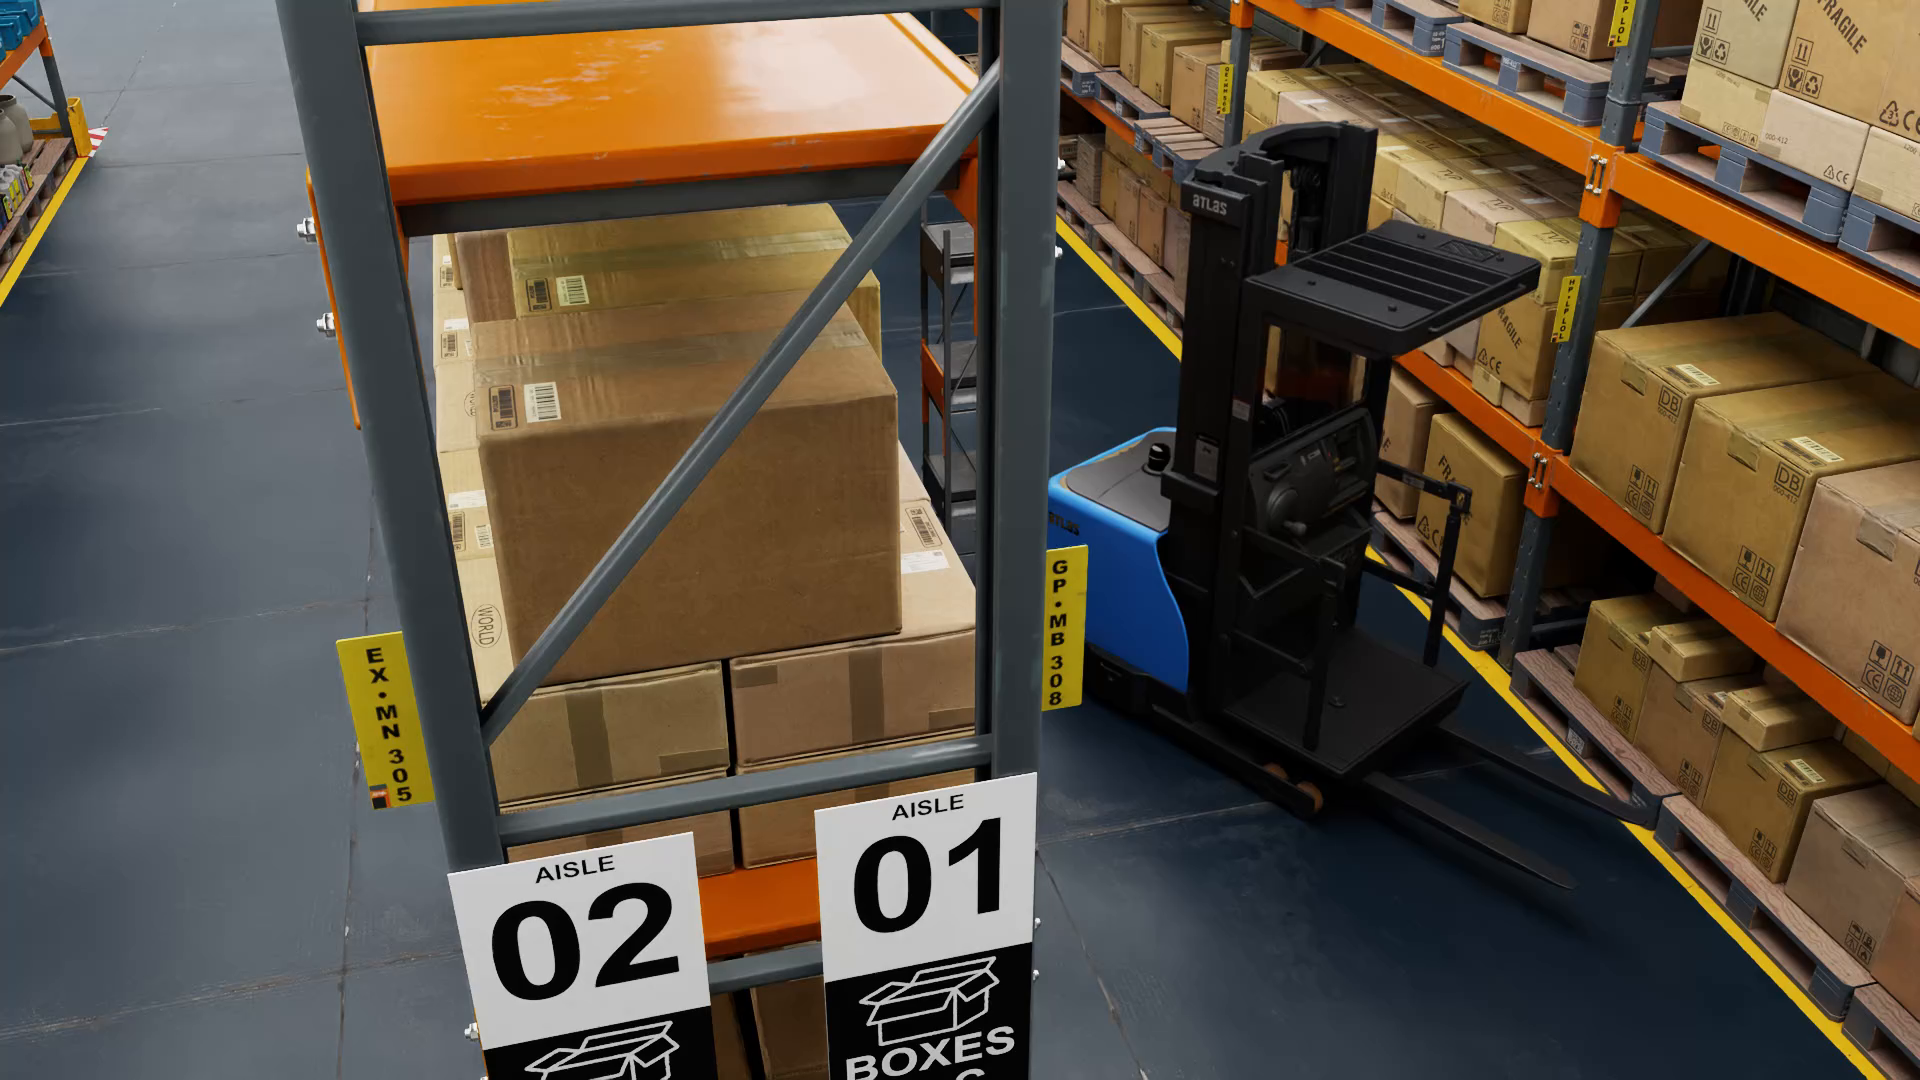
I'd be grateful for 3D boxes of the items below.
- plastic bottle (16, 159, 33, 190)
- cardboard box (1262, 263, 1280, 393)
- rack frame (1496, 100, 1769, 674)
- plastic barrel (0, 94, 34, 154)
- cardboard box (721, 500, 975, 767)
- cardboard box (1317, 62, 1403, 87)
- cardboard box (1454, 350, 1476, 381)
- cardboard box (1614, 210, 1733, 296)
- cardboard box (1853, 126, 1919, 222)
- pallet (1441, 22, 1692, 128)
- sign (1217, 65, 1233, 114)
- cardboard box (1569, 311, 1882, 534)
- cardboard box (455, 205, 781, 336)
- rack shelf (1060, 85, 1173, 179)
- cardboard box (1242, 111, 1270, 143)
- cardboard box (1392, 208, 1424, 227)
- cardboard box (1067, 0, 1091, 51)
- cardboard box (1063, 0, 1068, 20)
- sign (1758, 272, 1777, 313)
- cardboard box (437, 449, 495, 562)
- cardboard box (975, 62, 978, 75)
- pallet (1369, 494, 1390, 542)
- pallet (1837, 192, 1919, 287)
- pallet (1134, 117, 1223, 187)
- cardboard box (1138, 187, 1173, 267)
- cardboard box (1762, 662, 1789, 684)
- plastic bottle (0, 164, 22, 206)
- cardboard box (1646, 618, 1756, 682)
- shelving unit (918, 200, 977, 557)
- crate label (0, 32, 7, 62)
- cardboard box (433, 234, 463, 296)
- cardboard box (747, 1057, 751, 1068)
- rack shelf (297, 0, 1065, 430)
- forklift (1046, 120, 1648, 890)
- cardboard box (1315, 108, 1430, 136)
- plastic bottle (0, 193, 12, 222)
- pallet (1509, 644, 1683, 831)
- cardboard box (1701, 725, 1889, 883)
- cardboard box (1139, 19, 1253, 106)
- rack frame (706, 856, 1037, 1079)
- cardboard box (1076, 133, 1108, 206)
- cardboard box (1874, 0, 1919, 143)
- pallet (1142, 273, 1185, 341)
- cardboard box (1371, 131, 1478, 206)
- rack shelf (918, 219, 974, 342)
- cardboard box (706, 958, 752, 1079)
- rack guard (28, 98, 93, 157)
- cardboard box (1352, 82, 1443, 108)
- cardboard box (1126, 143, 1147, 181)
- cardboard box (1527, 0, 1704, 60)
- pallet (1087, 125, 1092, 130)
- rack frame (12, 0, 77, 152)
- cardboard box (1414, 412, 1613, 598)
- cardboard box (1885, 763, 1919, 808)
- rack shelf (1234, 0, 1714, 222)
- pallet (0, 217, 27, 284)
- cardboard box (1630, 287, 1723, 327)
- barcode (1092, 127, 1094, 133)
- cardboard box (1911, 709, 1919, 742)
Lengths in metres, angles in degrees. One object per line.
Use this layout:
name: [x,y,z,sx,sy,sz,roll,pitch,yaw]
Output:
plastic bottle: [-8.422,-3.298,14.957,0.061,0.283,0.133,-7,31,-12]
cardboard box: [2.363,-1.498,11.302,0.750,0.750,0.750,-8,31,-14]
rack frame: [3.356,-0.688,8.175,1.000,3.000,0.127,-8,31,-13]
plastic barrel: [-9.132,-3.963,15.898,0.421,0.512,0.421,0,30,0]
cardboard box: [-0.243,0.172,3.345,0.500,0.250,0.500,-8,31,-13]
cardboard box: [2.665,-2.940,10.901,0.500,0.250,0.500,-7,31,-12]
cardboard box: [2.879,-0.963,8.881,0.380,0.149,0.250,-7,31,-12]
cardboard box: [3.485,-1.450,8.326,0.500,0.250,0.500,-7,31,-12]
cardboard box: [3.550,-1.282,5.839,0.500,0.250,0.500,-9,31,-15]
pallet: [3.065,-2.339,8.225,0.805,0.209,1.217,-9,31,-15]
sign: [1.774,-3.010,11.110,0.100,0.325,0.005,-8,31,-13]
cardboard box: [3.484,-0.553,7.643,0.980,0.700,0.700,-7,31,-13]
cardboard box: [-0.796,-0.595,3.923,0.700,0.500,0.500,-8,31,-13]
rack shelf: [1.764,-3.274,13.361,1.077,0.370,4.000,-8,31,-13]
cardboard box: [2.177,-2.532,10.944,0.500,0.500,0.500,-7,31,-12]
cardboard box: [2.721,-1.547,9.242,0.500,0.500,0.500,-8,31,-13]
cardboard box: [1.335,-4.535,14.282,0.700,0.500,0.500,-8,31,-13]
cardboard box: [0.809,-5.007,15.018,0.500,0.500,0.500,-8,31,-13]
sign: [3.891,-1.171,8.067,0.100,0.325,0.005,-8,31,-13]
cardboard box: [-0.872,-0.001,3.644,0.500,0.250,0.500,-8,31,-13]
cardboard box: [0.566,-4.609,17.007,0.700,0.500,0.500,-10,31,-16]
pallet: [2.751,-0.434,10.520,1.003,0.211,1.213,-8,31,-13]
pallet: [3.884,-0.963,5.744,1.003,0.211,1.213,-8,31,-13]
pallet: [2.003,-2.866,12.131,1.213,0.211,1.003,-8,31,-13]
cardboard box: [1.869,-2.569,13.482,0.700,0.500,0.500,-8,31,-14]
cardboard box: [3.821,0.592,7.393,0.380,0.149,0.250,-9,31,-15]
plastic bottle: [-8.345,-3.109,14.564,0.144,0.351,0.185,-7,31,-11]
cardboard box: [3.371,0.496,7.558,0.380,0.149,0.250,-7,31,-12]
shelving unit: [0.044,-0.829,9.317,0.431,2.100,0.503,-8,31,-13]
crate label: [-8.631,-4.328,14.430,0.502,0.435,0.616,-8,31,-13]
cardboard box: [-1.273,-0.725,4.895,0.500,0.250,0.500,-8,31,-13]
cardboard box: [-0.363,1.364,4.531,0.500,0.500,0.500,-8,31,-14]
rack shelf: [-0.888,-1.345,4.043,1.077,0.370,4.000,-8,31,-13]
forklift: [1.774,-0.267,7.517,1.130,2.935,3.031,-26,39,-37]
cardboard box: [2.446,-2.371,9.917,0.500,0.250,0.500,-8,31,-13]
plastic bottle: [-8.187,-2.870,14.218,0.061,0.283,0.133,-6,31,-11]
pallet: [3.483,0.897,8.221,1.003,0.211,1.213,-8,31,-13]
cardboard box: [3.720,1.079,7.199,0.700,0.500,0.500,-7,31,-12]
cardboard box: [1.808,-3.678,12.802,0.700,0.500,0.500,-8,31,-13]
rack frame: [-0.357,1.905,3.696,1.000,3.000,0.127,-8,31,-13]
cardboard box: [1.444,-3.307,14.756,0.700,0.500,0.500,-7,31,-12]
cardboard box: [3.554,-1.604,5.645,0.500,0.500,0.500,-8,31,-13]
pallet: [2.089,-1.790,12.863,1.003,0.211,1.213,-8,31,-13]
cardboard box: [2.588,-2.125,9.493,0.500,0.250,0.500,-8,31,-14]
rack shelf: [0.044,-1.423,8.973,0.431,0.518,0.480,-8,31,-13]
cardboard box: [-0.740,1.250,3.729,0.500,0.500,0.500,-8,31,-14]
rack guard: [-9.315,-4.054,16.486,1.175,0.500,0.348,-8,31,-13]
cardboard box: [2.799,-2.690,10.468,0.500,0.250,0.500,-9,31,-15]
cardboard box: [1.706,-3.168,13.768,0.500,0.250,0.500,-9,31,-15]
cardboard box: [3.229,-2.659,8.048,0.700,0.500,0.500,-10,31,-16]
pallet: [0.693,-4.255,17.121,1.003,0.211,1.213,-8,31,-13]
rack frame: [-9.381,-5.166,15.912,1.000,3.000,0.127,-8,31,-13]
cardboard box: [3.058,-0.236,9.120,0.750,0.750,0.750,-7,31,-13]
cardboard box: [4.023,0.961,6.756,0.380,0.149,0.250,-8,31,-13]
rack shelf: [2.825,-2.640,9.272,1.077,0.370,4.000,-8,31,-13]
pallet: [-8.457,-2.357,13.843,1.003,0.211,1.213,-8,31,-13]
cardboard box: [3.477,-1.124,8.512,0.500,0.500,0.500,-9,31,-15]
barcode: [1.296,-3.989,16.214,0.001,0.075,0.075,-8,31,-13]
cardboard box: [4.069,0.520,5.790,0.980,0.700,0.700,-8,31,-14]
